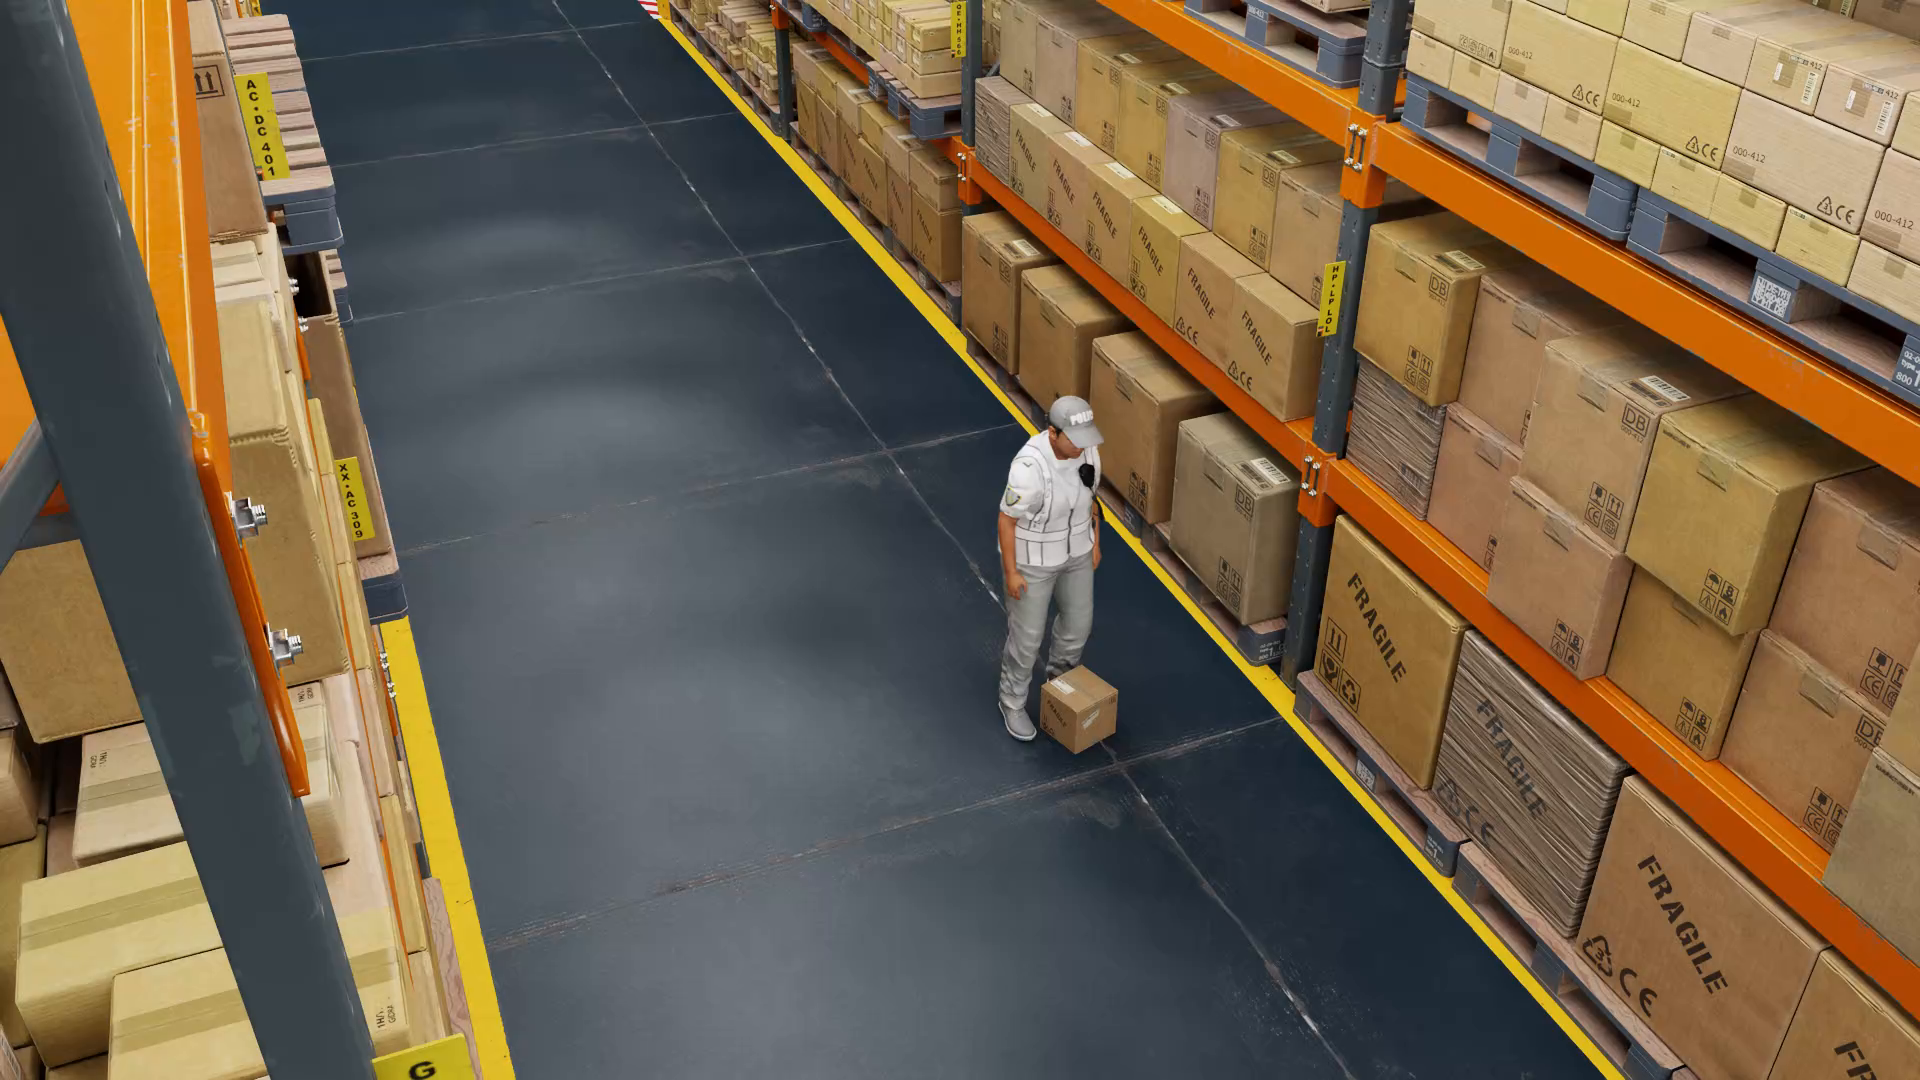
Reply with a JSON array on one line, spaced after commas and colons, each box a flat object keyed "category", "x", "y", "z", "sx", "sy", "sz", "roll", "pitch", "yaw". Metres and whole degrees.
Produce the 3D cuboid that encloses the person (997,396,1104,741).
[{"category": "person", "x": 0.409, "y": 0.088, "z": 7.385, "sx": 0.539, "sy": 1.665, "sz": 0.466, "roll": -21, "pitch": 39, "yaw": -28}]
